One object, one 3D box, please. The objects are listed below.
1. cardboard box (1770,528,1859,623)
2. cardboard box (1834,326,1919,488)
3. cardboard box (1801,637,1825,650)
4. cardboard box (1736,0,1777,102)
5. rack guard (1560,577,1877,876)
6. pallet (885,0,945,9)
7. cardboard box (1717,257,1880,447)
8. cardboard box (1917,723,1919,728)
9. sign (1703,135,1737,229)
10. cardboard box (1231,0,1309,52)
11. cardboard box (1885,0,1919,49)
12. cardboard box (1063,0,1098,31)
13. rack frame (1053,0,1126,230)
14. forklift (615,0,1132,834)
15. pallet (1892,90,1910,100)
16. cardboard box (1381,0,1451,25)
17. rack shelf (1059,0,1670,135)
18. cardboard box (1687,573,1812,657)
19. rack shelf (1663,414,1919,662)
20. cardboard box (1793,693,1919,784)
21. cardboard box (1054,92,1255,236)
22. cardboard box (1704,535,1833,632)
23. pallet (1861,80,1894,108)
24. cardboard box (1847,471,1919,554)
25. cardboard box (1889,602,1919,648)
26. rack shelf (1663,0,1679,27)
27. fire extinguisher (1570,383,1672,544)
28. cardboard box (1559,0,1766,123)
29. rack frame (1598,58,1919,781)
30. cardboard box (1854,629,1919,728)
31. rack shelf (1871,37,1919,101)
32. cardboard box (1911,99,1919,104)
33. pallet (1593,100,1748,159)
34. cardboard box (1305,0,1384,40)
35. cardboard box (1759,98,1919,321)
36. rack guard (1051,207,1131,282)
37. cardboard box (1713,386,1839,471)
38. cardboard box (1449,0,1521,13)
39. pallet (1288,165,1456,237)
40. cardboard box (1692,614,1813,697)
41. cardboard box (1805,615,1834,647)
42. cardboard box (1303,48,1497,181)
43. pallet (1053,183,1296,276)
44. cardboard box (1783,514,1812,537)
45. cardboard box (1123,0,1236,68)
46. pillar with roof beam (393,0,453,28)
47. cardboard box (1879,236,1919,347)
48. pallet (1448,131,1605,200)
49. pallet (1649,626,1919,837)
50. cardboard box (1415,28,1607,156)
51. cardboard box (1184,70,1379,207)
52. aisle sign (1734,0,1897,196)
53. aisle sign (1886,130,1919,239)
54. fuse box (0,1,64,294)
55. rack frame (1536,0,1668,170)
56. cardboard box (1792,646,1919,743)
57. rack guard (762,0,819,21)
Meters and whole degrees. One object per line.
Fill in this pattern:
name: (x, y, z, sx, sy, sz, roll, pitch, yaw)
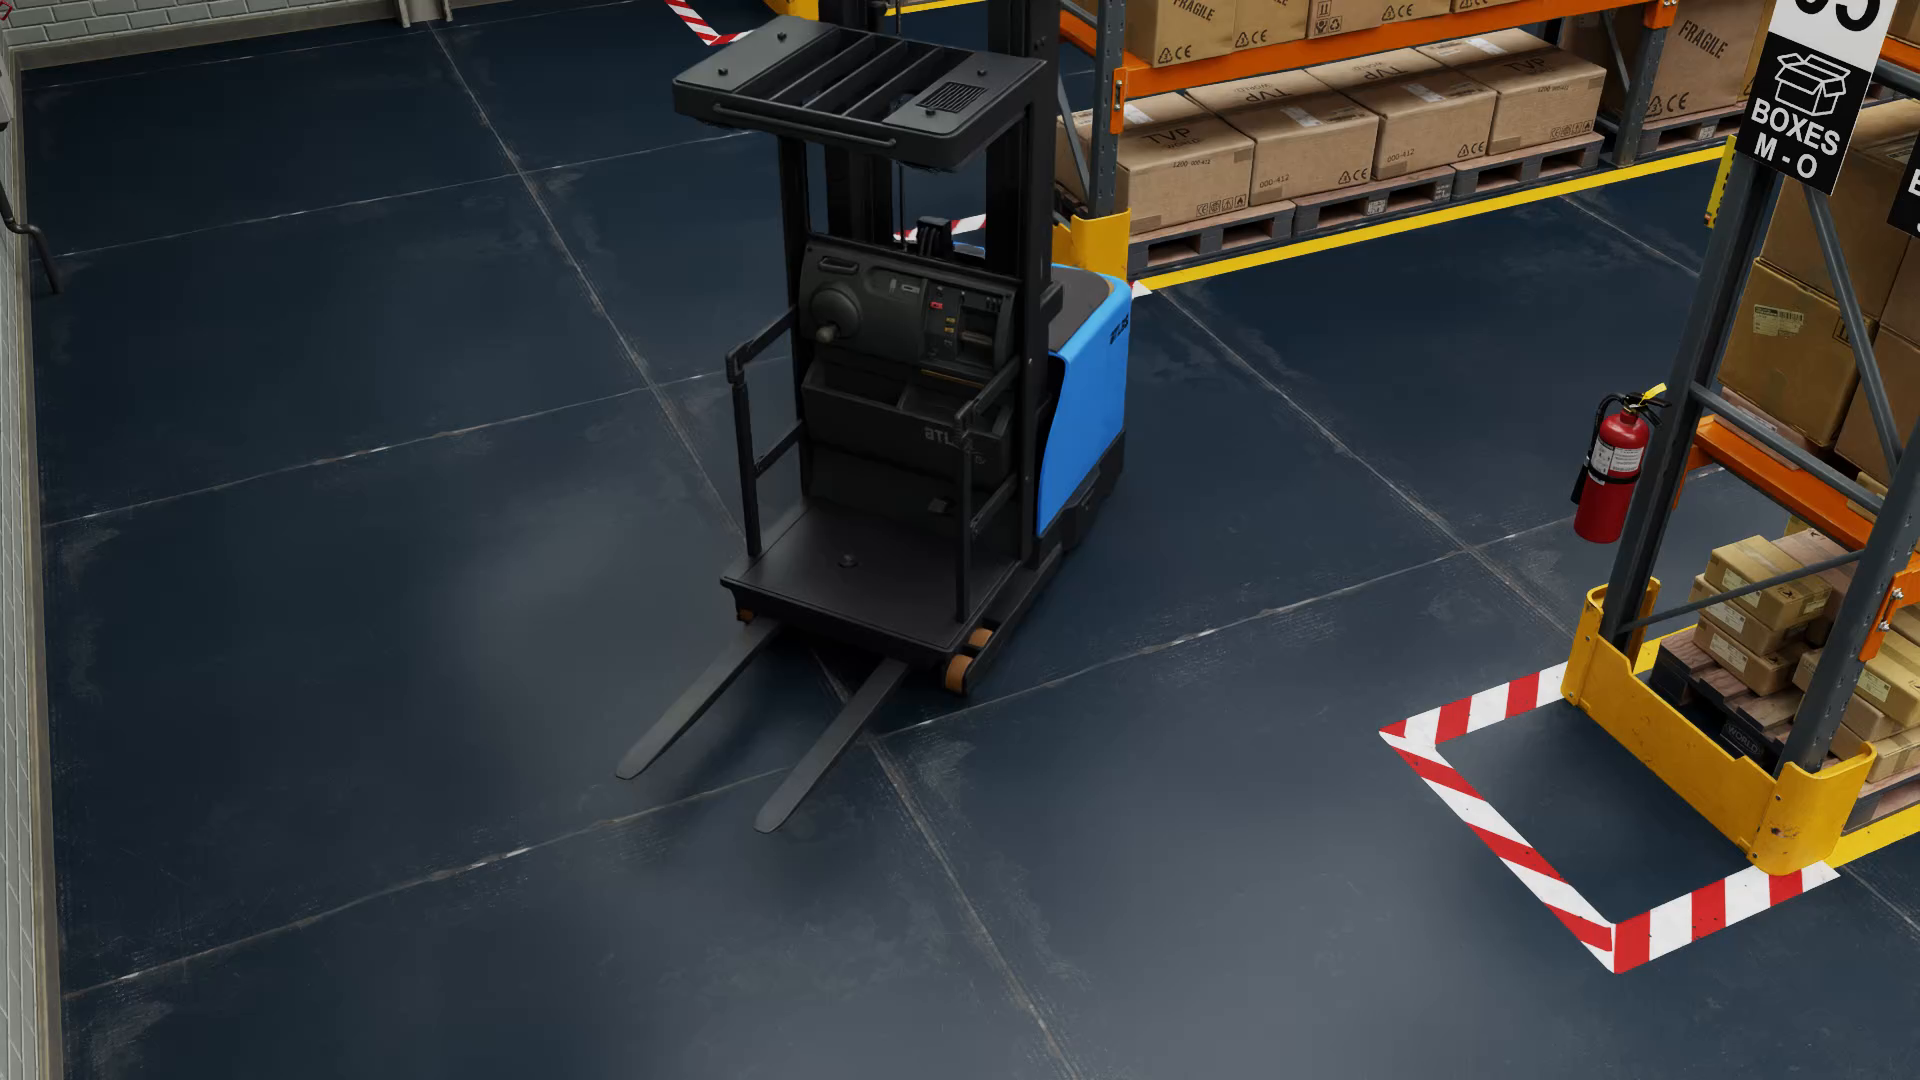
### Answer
cardboard box: (3.429, 0.135, 6.591, 0.250, 0.149, 0.380, -15, 39, -19)
cardboard box: (3.329, -0.424, 5.470, 0.500, 0.500, 0.500, -14, 39, -18)
cardboard box: (3.383, 0.312, 6.852, 0.250, 0.149, 0.380, -14, 39, -19)
cardboard box: (5.573, -3.704, 11.657, 0.875, 0.875, 0.875, -14, 39, -19)
rack guard: (2.874, 0.685, 6.406, 0.348, 0.500, 1.175, -16, 39, -20)
pallet: (-0.712, -4.721, 13.937, 1.213, 0.211, 1.003, -16, 39, -20)
cardboard box: (3.103, -0.711, 5.858, 0.500, 0.500, 0.500, -15, 39, -19)
cardboard box: (3.618, 0.607, 6.455, 0.250, 0.149, 0.380, -16, 39, -20)
sign: (2.587, -1.196, 5.607, 0.005, 0.325, 0.100, -16, 39, -20)
cardboard box: (1.613, -3.093, 9.318, 0.500, 0.500, 0.500, -16, 40, -21)
cardboard box: (3.104, -1.702, 5.134, 0.500, 0.250, 0.500, -16, 40, -21)
cardboard box: (0.935, -3.248, 9.527, 0.500, 0.500, 0.500, -15, 39, -20)
rack frame: (0.610, -2.943, 9.200, 0.127, 3.000, 1.000, -16, 39, -20)
forklift: (-0.313, -0.841, 6.423, 1.130, 2.935, 3.031, 17, 40, 21)
pallet: (7.107, -3.689, 12.547, 1.213, 0.211, 1.003, -16, 39, -20)
cardboard box: (2.527, -3.348, 9.662, 0.500, 0.500, 0.500, -14, 39, -18)
rack shelf: (2.421, -3.161, 10.097, 4.000, 0.370, 1.077, -16, 39, -20)
cardboard box: (3.162, 0.270, 6.659, 0.250, 0.149, 0.380, -17, 40, -21)
rack shelf: (4.616, -0.517, 6.532, 4.000, 0.370, 1.077, -16, 39, -20)
cardboard box: (3.415, 0.717, 6.306, 0.250, 0.149, 0.380, -15, 39, -19)
cardboard box: (1.165, -2.304, 10.136, 0.875, 0.438, 0.875, -17, 40, -21)
cardboard box: (3.177, 0.167, 6.548, 0.250, 0.149, 0.380, -15, 39, -19)
pallet: (6.004, -3.383, 12.134, 1.213, 0.211, 1.003, -16, 39, -20)
cardboard box: (3.238, -0.104, 5.583, 0.250, 0.149, 0.380, -16, 39, -20)
cardboard box: (3.622, 0.354, 6.296, 0.250, 0.149, 0.380, -15, 39, -19)
rack shelf: (6.042, -4.173, 11.462, 4.000, 0.370, 1.077, -16, 39, -20)
fire extinguisher: (2.381, -0.304, 6.019, 0.183, 0.674, 0.296, -16, 39, -20)
cardboard box: (4.759, -3.471, 11.343, 0.875, 0.875, 0.875, -14, 39, -19)
rack frame: (2.805, -0.299, 5.636, 0.127, 3.000, 1.000, -16, 39, -20)
cardboard box: (3.424, 0.489, 6.114, 0.250, 0.149, 0.380, -17, 40, -22)
rack shelf: (4.616, -1.721, 5.639, 4.000, 0.370, 1.077, -16, 39, -20)
cardboard box: (3.572, -1.239, 5.729, 0.500, 0.500, 0.500, -17, 40, -21)
pallet: (4.898, -3.072, 11.714, 1.213, 0.211, 1.003, -16, 39, -20)
cardboard box: (2.081, -3.212, 9.479, 0.500, 0.500, 0.500, -16, 39, -20)
cardboard box: (3.114, -1.111, 5.556, 0.500, 0.500, 0.500, -16, 40, -21)
rack guard: (0.589, -1.933, 9.937, 0.348, 0.500, 1.175, -16, 39, -20)
cardboard box: (2.980, -0.433, 6.027, 0.250, 0.149, 0.380, -16, 39, -20)
cardboard box: (3.008, -3.472, 9.830, 0.500, 0.500, 0.500, -16, 40, -21)
pallet: (2.404, -2.374, 10.774, 1.213, 0.211, 1.003, -16, 39, -20)
cardboard box: (3.193, 0.431, 6.691, 0.250, 0.149, 0.380, -15, 39, -19)
cardboard box: (3.421, 0.233, 6.709, 0.250, 0.149, 0.380, -17, 40, -21)
cardboard box: (2.807, -2.767, 10.761, 0.875, 0.438, 0.875, -17, 40, -21)
pallet: (1.301, -2.068, 10.361, 1.213, 0.211, 1.003, -16, 39, -20)
cardboard box: (3.609, 0.001, 6.772, 0.250, 0.149, 0.380, -16, 40, -21)
cardboard box: (1.167, -2.950, 9.125, 0.500, 0.500, 0.500, -16, 39, -20)
pillar with roof beam: (-2.497, -5.511, 7.626, 0.400, 9.000, 9.100, -16, 39, -20)
cardboard box: (3.324, -0.831, 5.180, 0.500, 0.500, 0.500, -16, 39, -20)
pallet: (3.510, -2.685, 11.193, 1.213, 0.211, 1.003, -16, 39, -20)
pallet: (3.624, 0.615, 6.744, 1.213, 0.211, 1.003, -16, 39, -20)
cardboard box: (3.617, -2.994, 11.067, 0.875, 0.438, 0.875, -16, 40, -21)
cardboard box: (1.990, -2.540, 10.455, 0.875, 0.438, 0.875, -15, 39, -19)
aisle sign: (2.612, -1.487, 5.054, 0.004, 0.787, 0.394, -16, 39, -20)
aisle sign: (2.866, -1.163, 4.618, 0.004, 0.787, 0.394, -16, 39, -20)
fuse box: (-5.245, -2.156, 9.220, 0.414, 1.711, 0.539, -16, 39, -20)
rack frame: (4.231, -3.956, 10.565, 0.127, 3.000, 1.000, -16, 39, -20)
cardboard box: (3.388, 0.563, 6.263, 0.250, 0.149, 0.380, -14, 39, -18)
rack guard: (-1.433, -4.634, 13.579, 0.348, 0.500, 1.175, -16, 39, -20)
